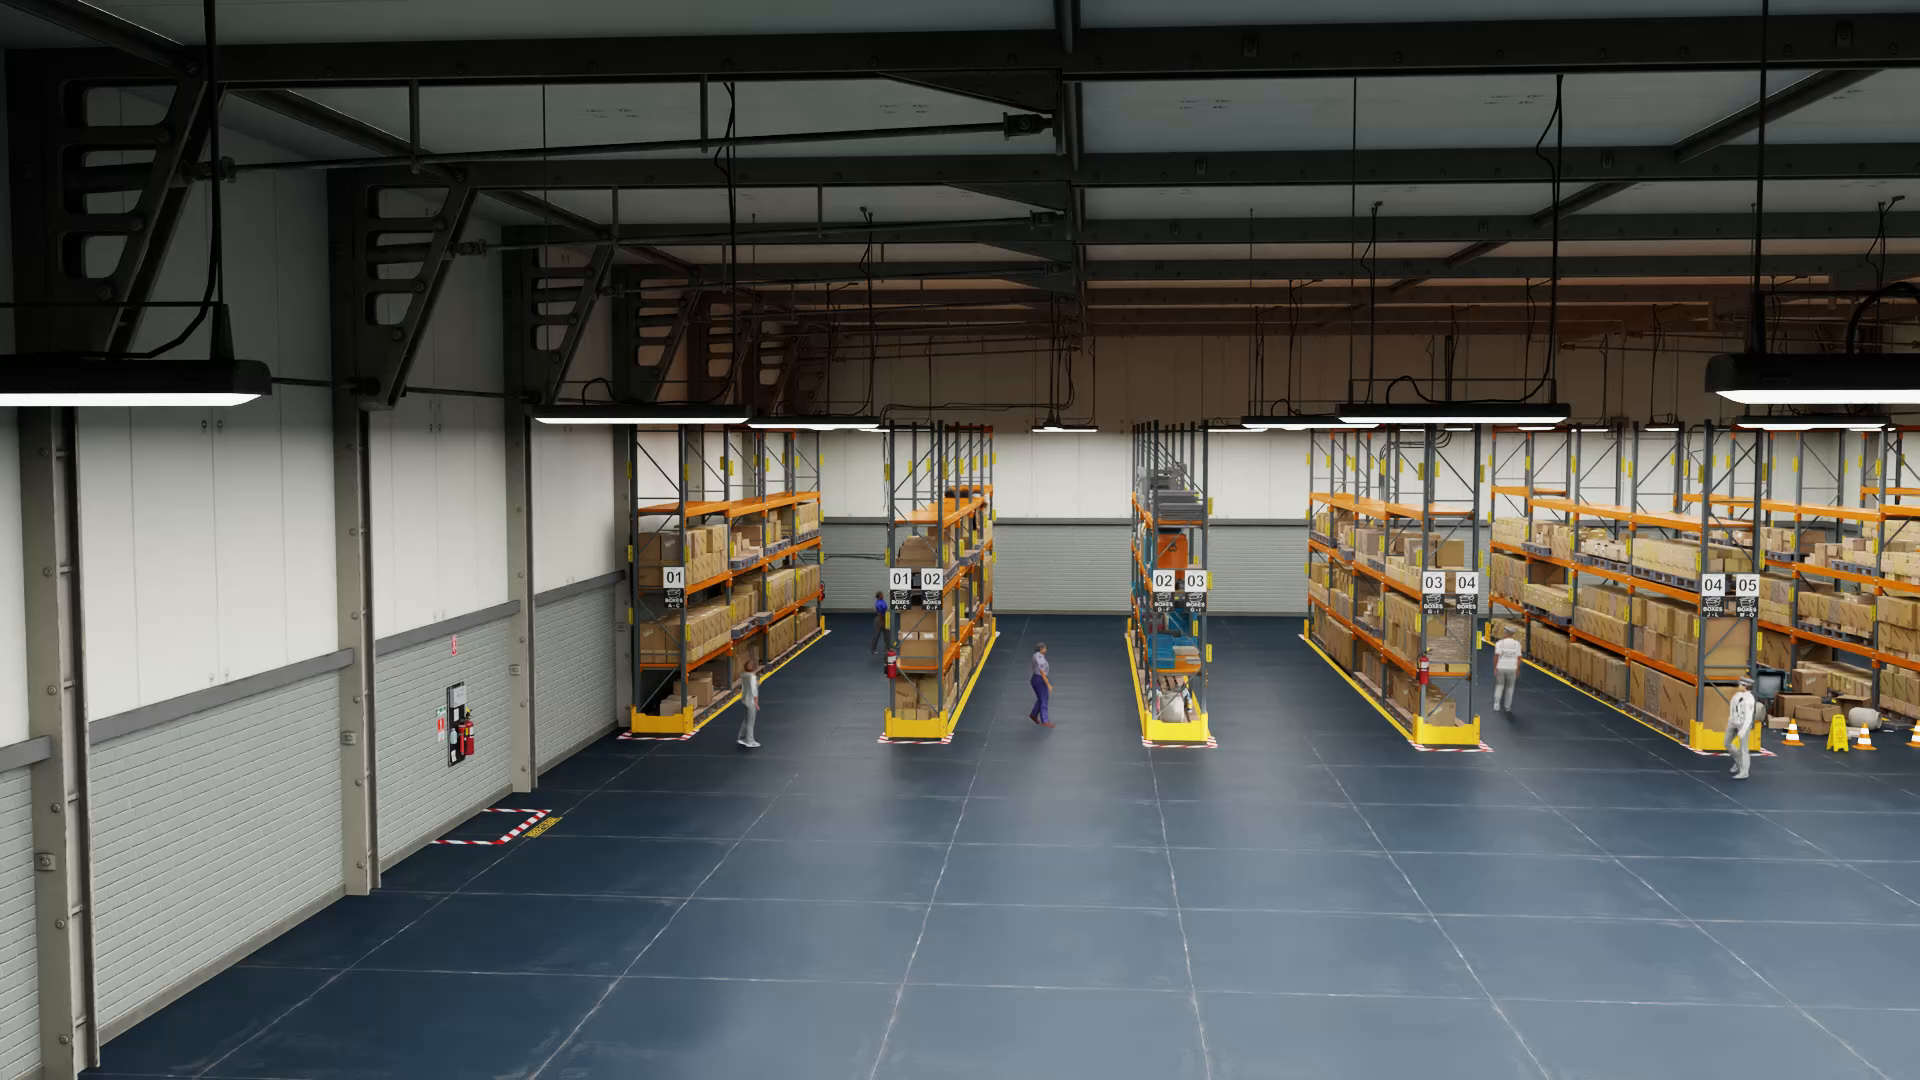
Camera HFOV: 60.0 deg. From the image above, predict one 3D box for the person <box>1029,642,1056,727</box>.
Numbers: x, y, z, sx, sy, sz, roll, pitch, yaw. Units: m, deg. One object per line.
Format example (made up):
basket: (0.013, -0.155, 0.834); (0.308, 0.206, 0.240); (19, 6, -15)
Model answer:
person: (1.617, 2.833, 32.716); (0.504, 1.663, 0.615); (0, 4, -7)

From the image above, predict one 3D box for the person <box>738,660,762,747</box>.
person: (-3.848, 3.006, 30.529); (0.367, 1.626, 0.502); (-2, 4, -26)

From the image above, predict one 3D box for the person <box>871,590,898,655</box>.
person: (-1.946, 2.092, 42.118); (0.538, 1.671, 0.620); (2, 4, 26)

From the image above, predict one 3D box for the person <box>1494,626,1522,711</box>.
person: (11.271, 2.658, 34.253); (0.521, 1.760, 0.550); (3, 4, 36)

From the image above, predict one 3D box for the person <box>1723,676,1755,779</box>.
person: (13.056, 3.112, 27.836); (0.454, 1.682, 0.575); (-1, 4, -14)
